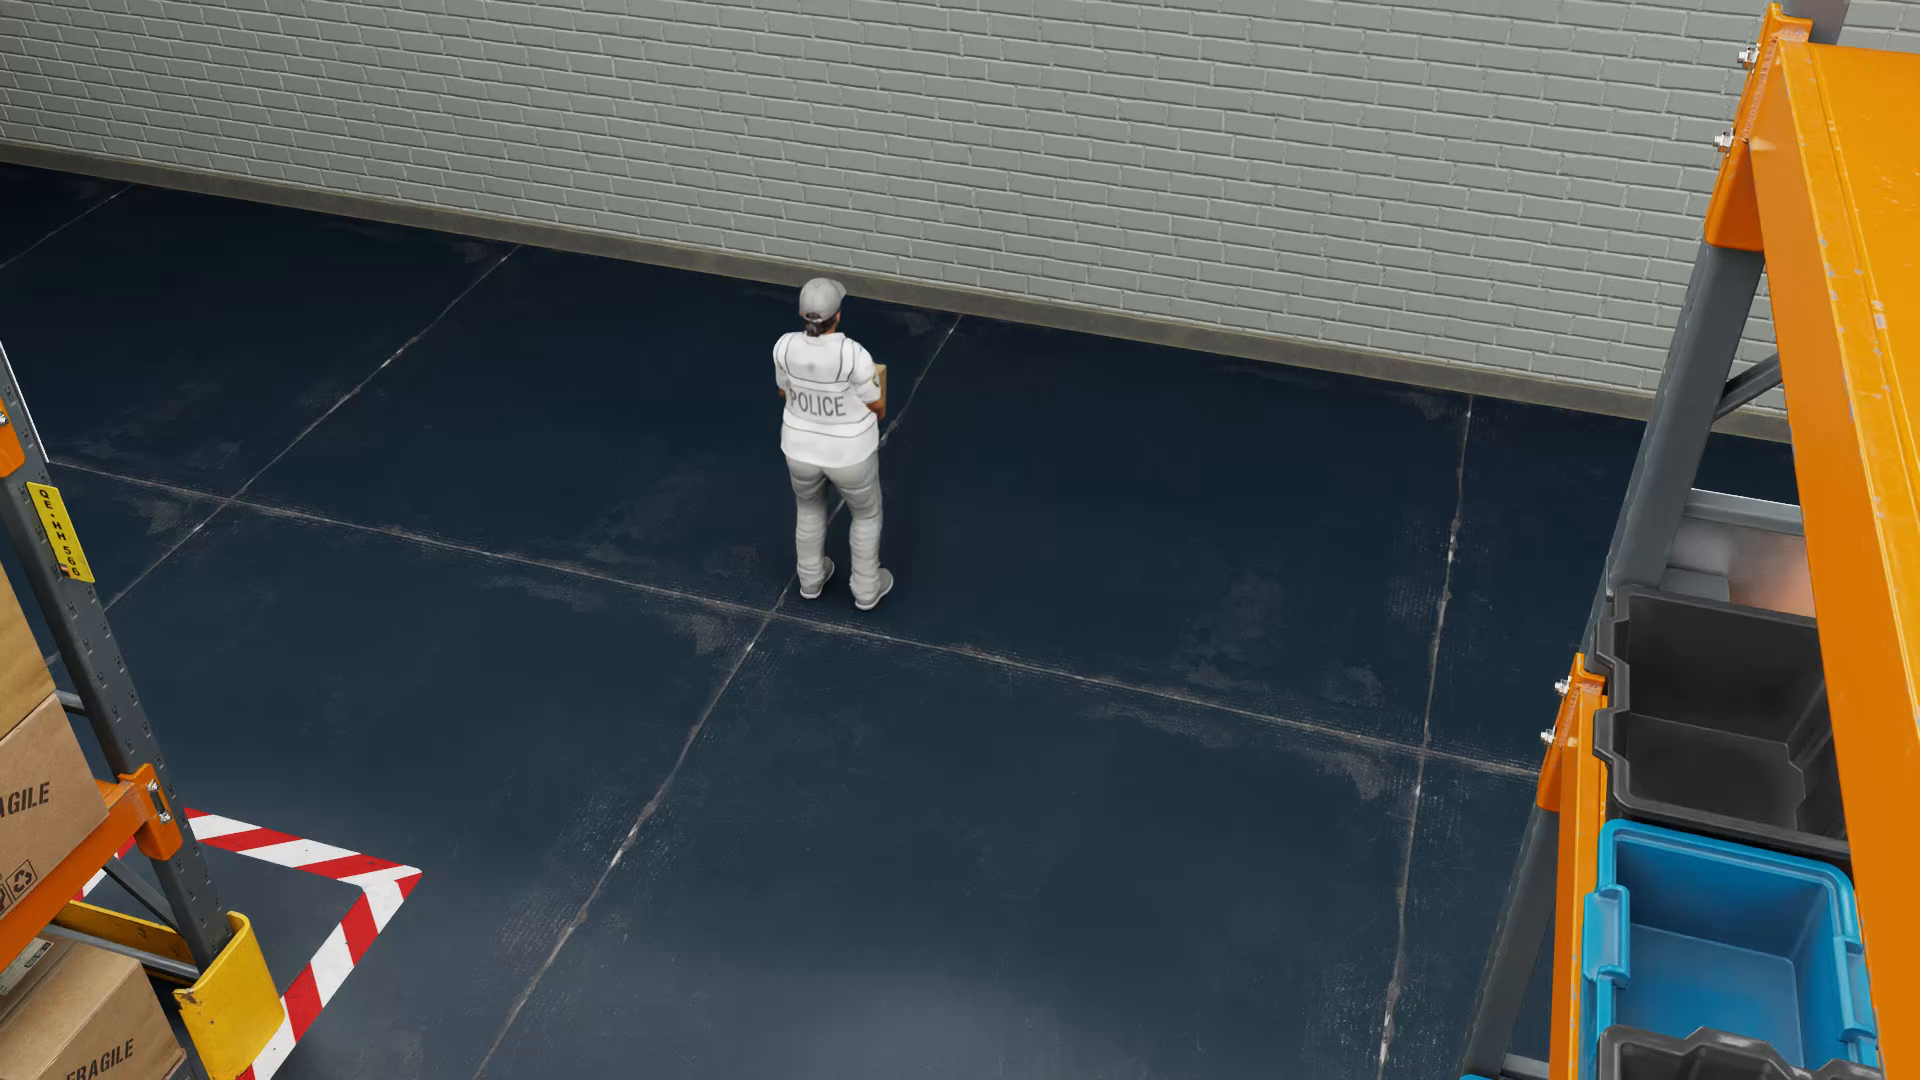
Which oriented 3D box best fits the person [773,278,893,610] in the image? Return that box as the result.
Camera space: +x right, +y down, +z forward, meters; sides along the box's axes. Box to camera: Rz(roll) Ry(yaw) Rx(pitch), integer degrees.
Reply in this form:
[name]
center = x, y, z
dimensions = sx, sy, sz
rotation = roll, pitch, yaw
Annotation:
[person]
center = -0.557, -0.452, 7.477
dimensions = 0.480, 1.668, 0.523
rotation = 10, 39, 13
